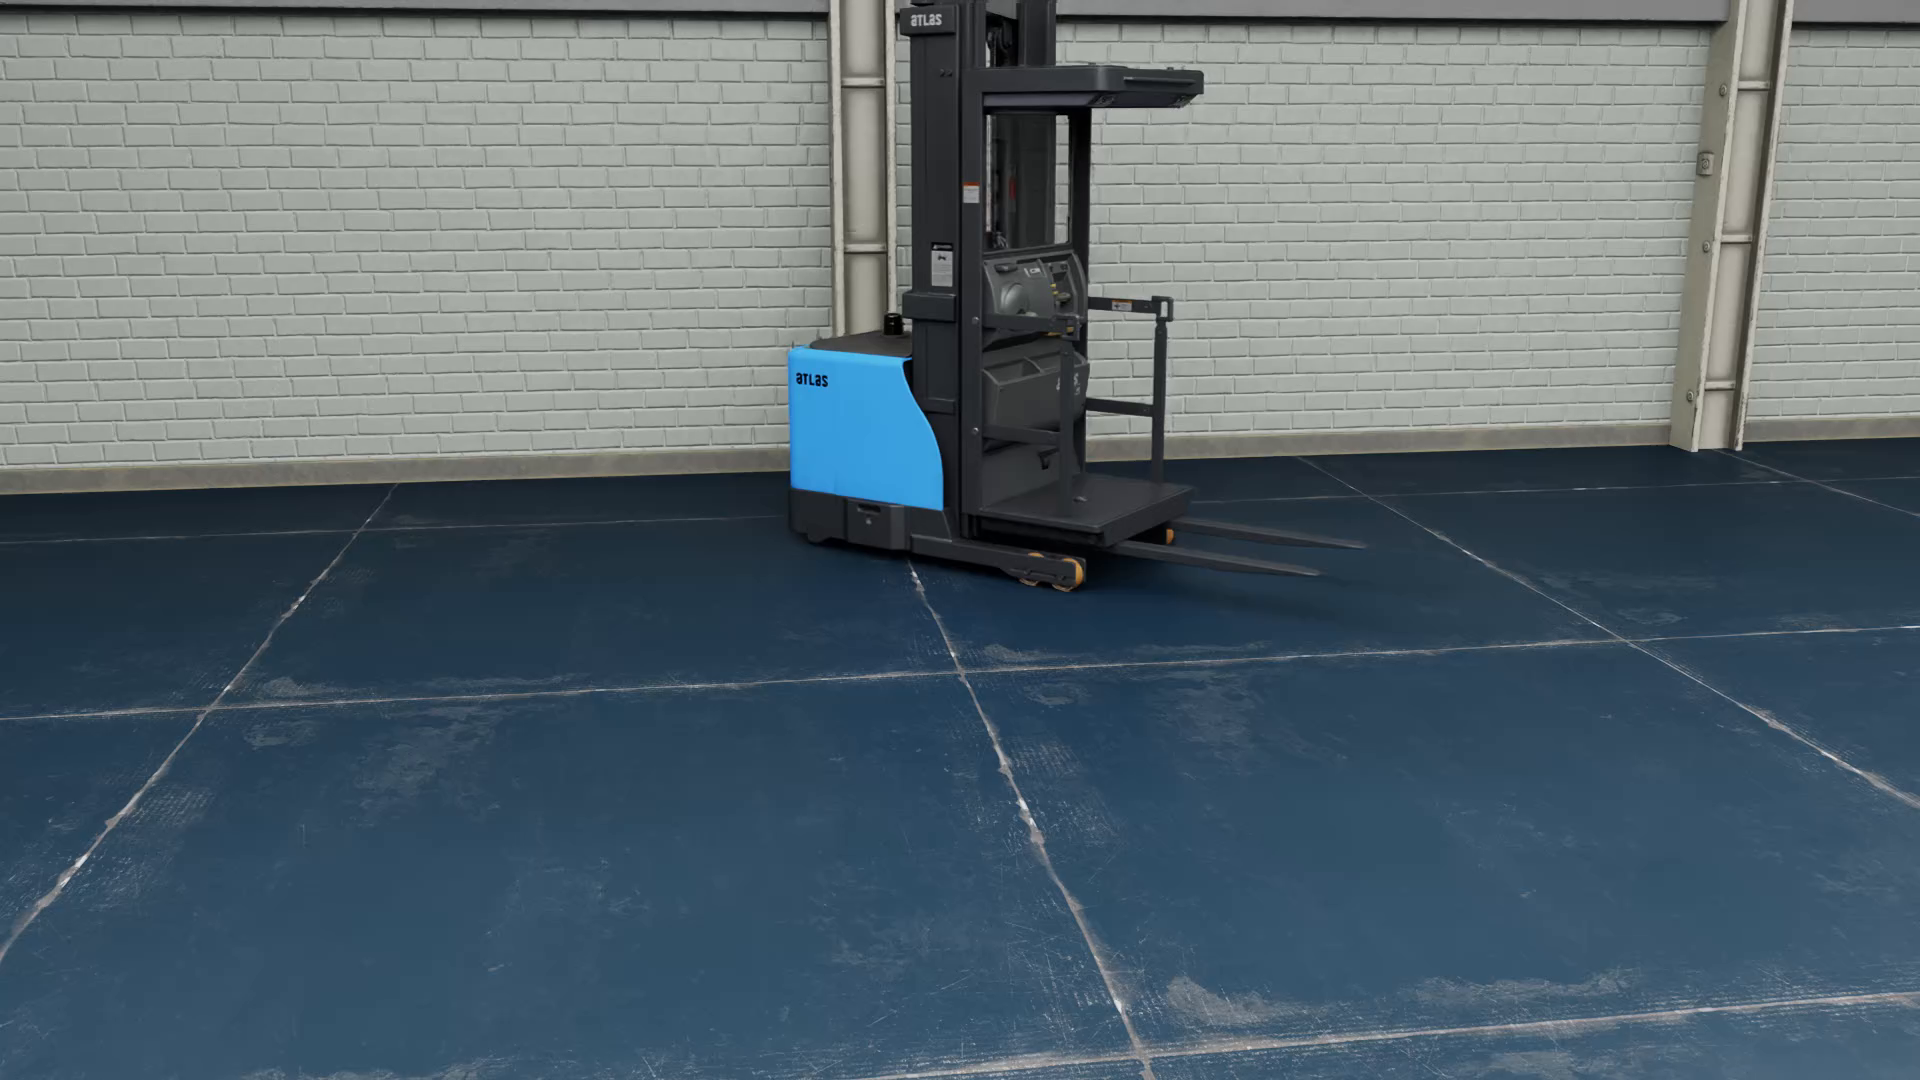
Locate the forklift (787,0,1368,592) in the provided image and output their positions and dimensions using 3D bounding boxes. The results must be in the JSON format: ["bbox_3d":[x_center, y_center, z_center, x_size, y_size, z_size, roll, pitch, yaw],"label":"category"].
[{"bbox_3d":[0.566,-1.314,8.436,3.031,2.935,1.130,9,17,32],"label":"forklift"}]

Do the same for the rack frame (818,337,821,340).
[{"bbox_3d":[-0.730,-0.647,9.645,0.200,1.050,0.008,9,17,32],"label":"rack frame"}]

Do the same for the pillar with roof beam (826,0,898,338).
[{"bbox_3d":[0.024,-3.778,5.786,0.400,9.000,9.100,-2,14,-8],"label":"pillar with roof beam"}]

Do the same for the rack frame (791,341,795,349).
[{"bbox_3d":[-0.864,-0.598,9.448,0.200,1.050,0.008,9,17,32],"label":"rack frame"}]

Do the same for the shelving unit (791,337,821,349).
[{"bbox_3d":[-0.797,-0.623,9.547,0.215,1.050,0.252,9,17,32],"label":"shelving unit"}]

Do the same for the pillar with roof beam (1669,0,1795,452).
[{"bbox_3d":[5.957,-3.995,6.653,0.400,9.000,9.100,-2,14,-8],"label":"pillar with roof beam"}]
